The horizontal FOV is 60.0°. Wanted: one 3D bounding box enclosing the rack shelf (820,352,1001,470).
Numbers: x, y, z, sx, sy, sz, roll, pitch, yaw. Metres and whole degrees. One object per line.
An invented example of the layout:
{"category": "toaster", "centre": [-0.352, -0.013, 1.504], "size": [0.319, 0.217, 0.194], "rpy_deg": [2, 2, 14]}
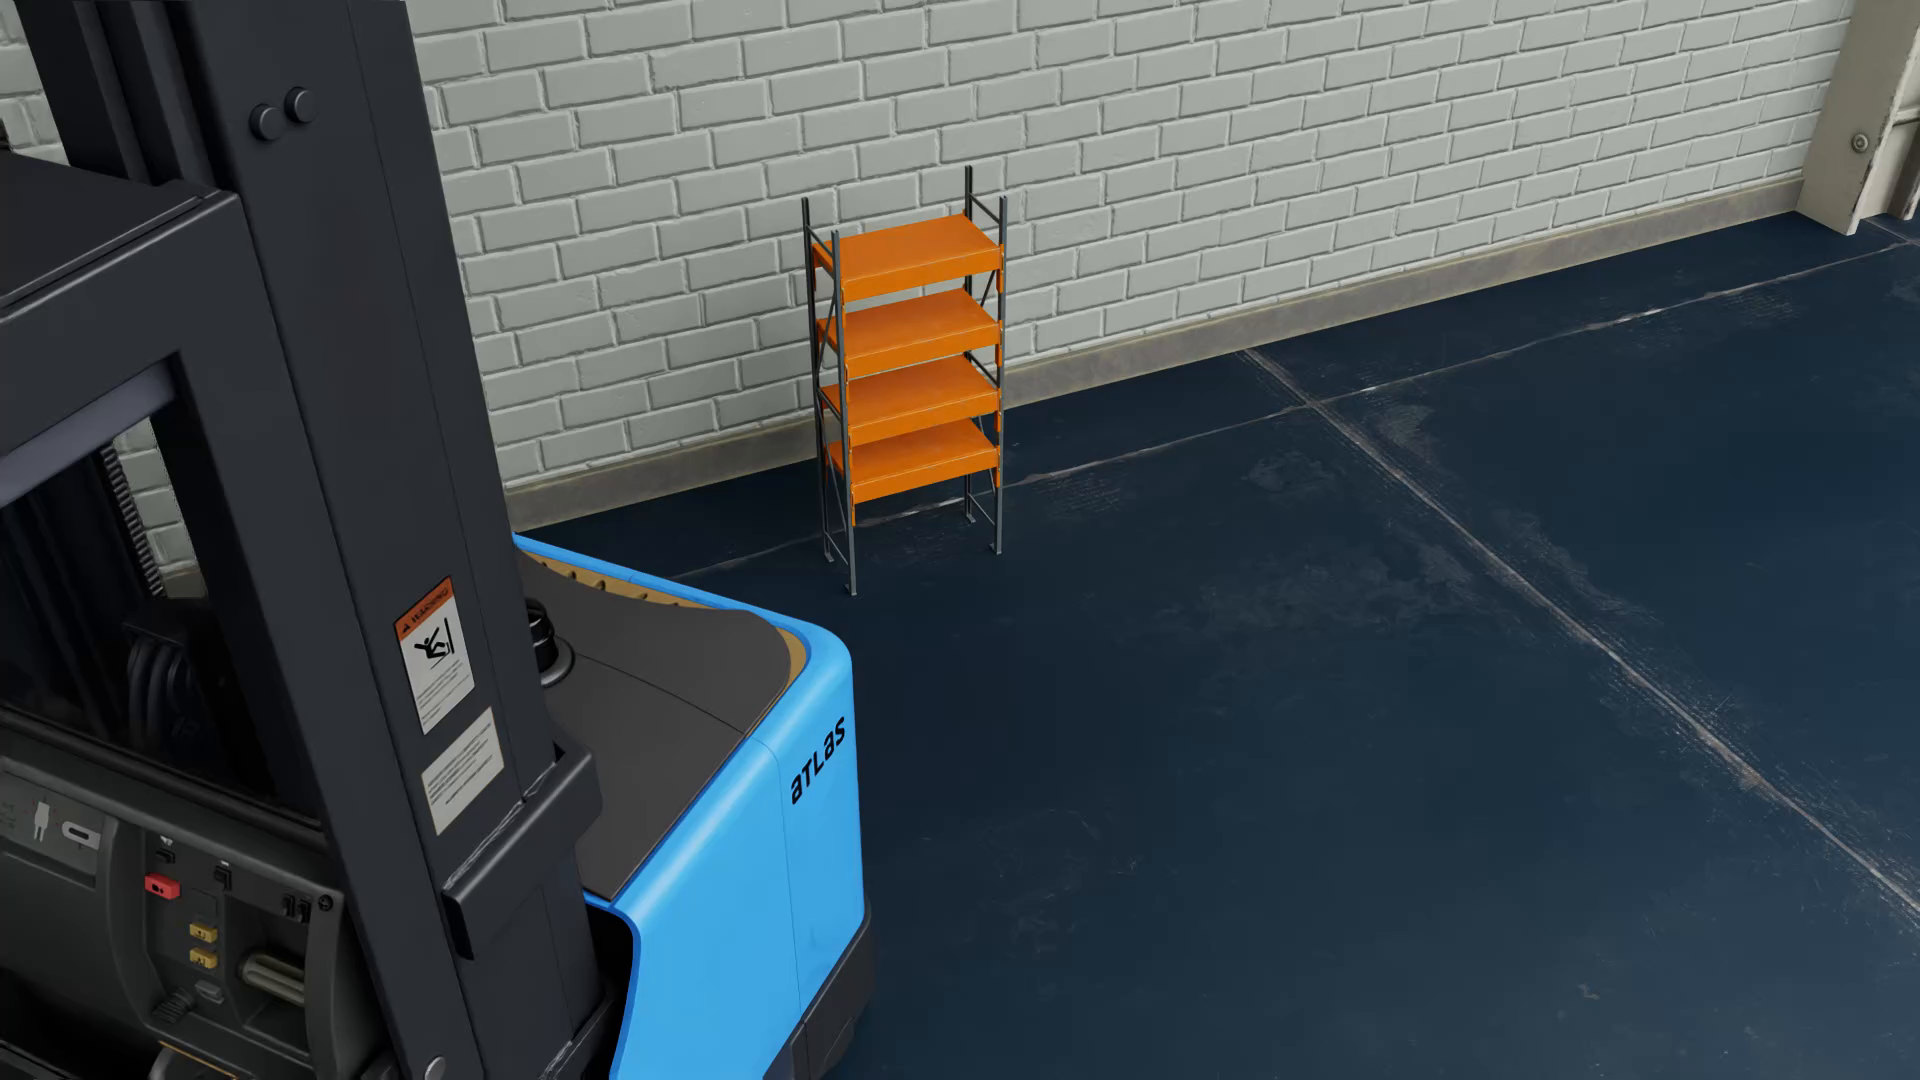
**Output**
{"category": "rack shelf", "centre": [-0.150, -0.386, 4.876], "size": [0.480, 0.148, 0.258], "rpy_deg": [-16, 39, -20]}

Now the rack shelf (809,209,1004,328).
{"category": "rack shelf", "centre": [-0.150, -0.756, 4.602], "size": [0.480, 0.148, 0.258], "rpy_deg": [-16, 39, -20]}

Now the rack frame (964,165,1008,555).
{"category": "rack frame", "centre": [0.071, -0.502, 4.919], "size": [0.015, 1.200, 0.240], "rpy_deg": [-16, 39, -20]}

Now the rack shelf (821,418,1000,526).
{"category": "rack shelf", "centre": [-0.150, -0.226, 4.994], "size": [0.480, 0.148, 0.258], "rpy_deg": [-16, 39, -20]}

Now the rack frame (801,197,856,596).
{"category": "rack frame", "centre": [-0.371, -0.378, 4.753], "size": [0.015, 1.200, 0.240], "rpy_deg": [-16, 39, -20]}

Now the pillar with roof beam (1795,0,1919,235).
{"category": "pillar with roof beam", "centre": [5.657, -2.701, 1.338], "size": [0.400, 9.000, 9.100], "rpy_deg": [-16, 39, -20]}

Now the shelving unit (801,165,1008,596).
{"category": "shelving unit", "centre": [-0.150, -0.440, 4.836], "size": [0.503, 1.200, 0.258], "rpy_deg": [-16, 39, -20]}

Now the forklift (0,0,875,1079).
{"category": "forklift", "centre": [-1.266, 0.545, 2.055], "size": [1.130, 2.935, 3.031], "rpy_deg": [15, 39, 20]}

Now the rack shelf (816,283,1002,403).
{"category": "rack shelf", "centre": [-0.150, -0.566, 4.743], "size": [0.480, 0.148, 0.258], "rpy_deg": [-16, 39, -20]}
